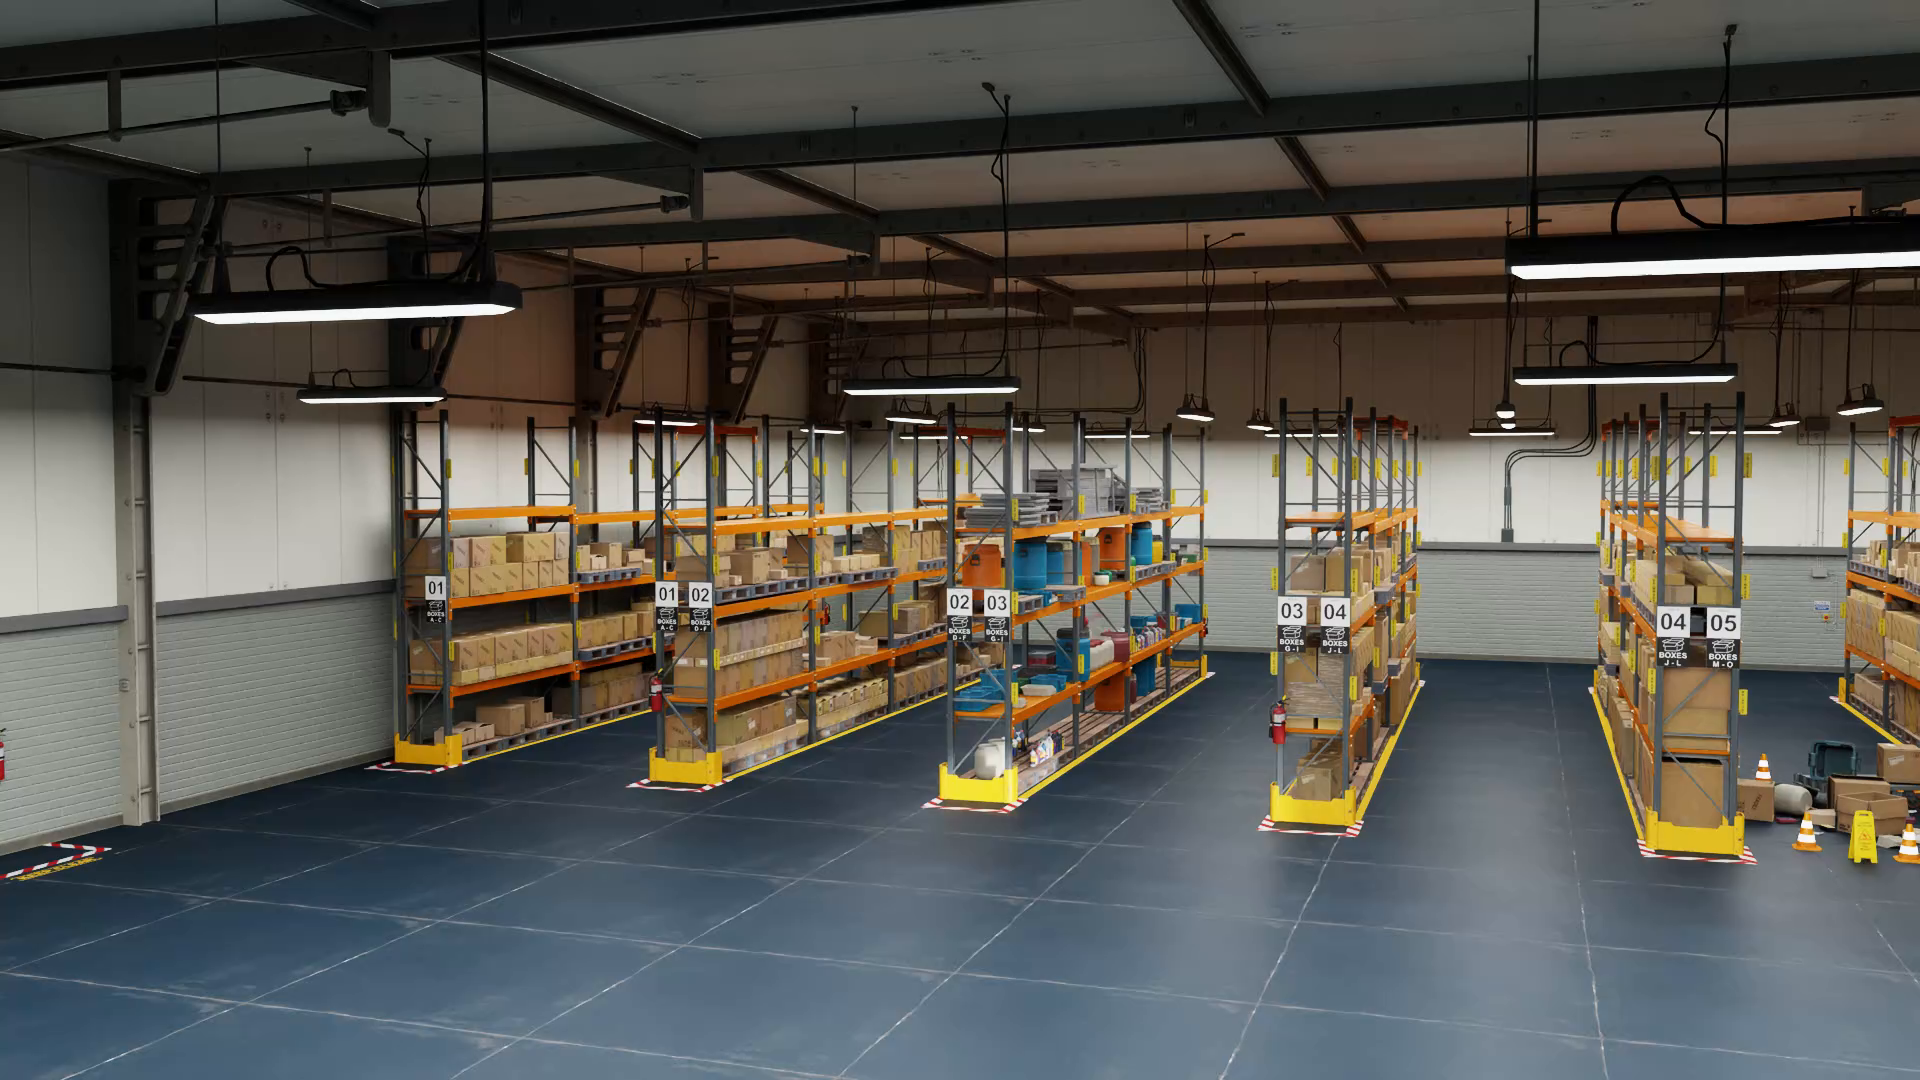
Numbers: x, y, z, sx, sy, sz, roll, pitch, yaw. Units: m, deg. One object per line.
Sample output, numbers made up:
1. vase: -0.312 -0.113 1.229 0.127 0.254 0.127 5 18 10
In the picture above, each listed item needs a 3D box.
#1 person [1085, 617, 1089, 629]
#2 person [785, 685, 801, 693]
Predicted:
1. person: 2.590 2.551 37.022 0.832 1.745 0.620 0 2 -10
2. person: -3.691 2.639 36.475 0.350 1.751 0.533 2 3 35
